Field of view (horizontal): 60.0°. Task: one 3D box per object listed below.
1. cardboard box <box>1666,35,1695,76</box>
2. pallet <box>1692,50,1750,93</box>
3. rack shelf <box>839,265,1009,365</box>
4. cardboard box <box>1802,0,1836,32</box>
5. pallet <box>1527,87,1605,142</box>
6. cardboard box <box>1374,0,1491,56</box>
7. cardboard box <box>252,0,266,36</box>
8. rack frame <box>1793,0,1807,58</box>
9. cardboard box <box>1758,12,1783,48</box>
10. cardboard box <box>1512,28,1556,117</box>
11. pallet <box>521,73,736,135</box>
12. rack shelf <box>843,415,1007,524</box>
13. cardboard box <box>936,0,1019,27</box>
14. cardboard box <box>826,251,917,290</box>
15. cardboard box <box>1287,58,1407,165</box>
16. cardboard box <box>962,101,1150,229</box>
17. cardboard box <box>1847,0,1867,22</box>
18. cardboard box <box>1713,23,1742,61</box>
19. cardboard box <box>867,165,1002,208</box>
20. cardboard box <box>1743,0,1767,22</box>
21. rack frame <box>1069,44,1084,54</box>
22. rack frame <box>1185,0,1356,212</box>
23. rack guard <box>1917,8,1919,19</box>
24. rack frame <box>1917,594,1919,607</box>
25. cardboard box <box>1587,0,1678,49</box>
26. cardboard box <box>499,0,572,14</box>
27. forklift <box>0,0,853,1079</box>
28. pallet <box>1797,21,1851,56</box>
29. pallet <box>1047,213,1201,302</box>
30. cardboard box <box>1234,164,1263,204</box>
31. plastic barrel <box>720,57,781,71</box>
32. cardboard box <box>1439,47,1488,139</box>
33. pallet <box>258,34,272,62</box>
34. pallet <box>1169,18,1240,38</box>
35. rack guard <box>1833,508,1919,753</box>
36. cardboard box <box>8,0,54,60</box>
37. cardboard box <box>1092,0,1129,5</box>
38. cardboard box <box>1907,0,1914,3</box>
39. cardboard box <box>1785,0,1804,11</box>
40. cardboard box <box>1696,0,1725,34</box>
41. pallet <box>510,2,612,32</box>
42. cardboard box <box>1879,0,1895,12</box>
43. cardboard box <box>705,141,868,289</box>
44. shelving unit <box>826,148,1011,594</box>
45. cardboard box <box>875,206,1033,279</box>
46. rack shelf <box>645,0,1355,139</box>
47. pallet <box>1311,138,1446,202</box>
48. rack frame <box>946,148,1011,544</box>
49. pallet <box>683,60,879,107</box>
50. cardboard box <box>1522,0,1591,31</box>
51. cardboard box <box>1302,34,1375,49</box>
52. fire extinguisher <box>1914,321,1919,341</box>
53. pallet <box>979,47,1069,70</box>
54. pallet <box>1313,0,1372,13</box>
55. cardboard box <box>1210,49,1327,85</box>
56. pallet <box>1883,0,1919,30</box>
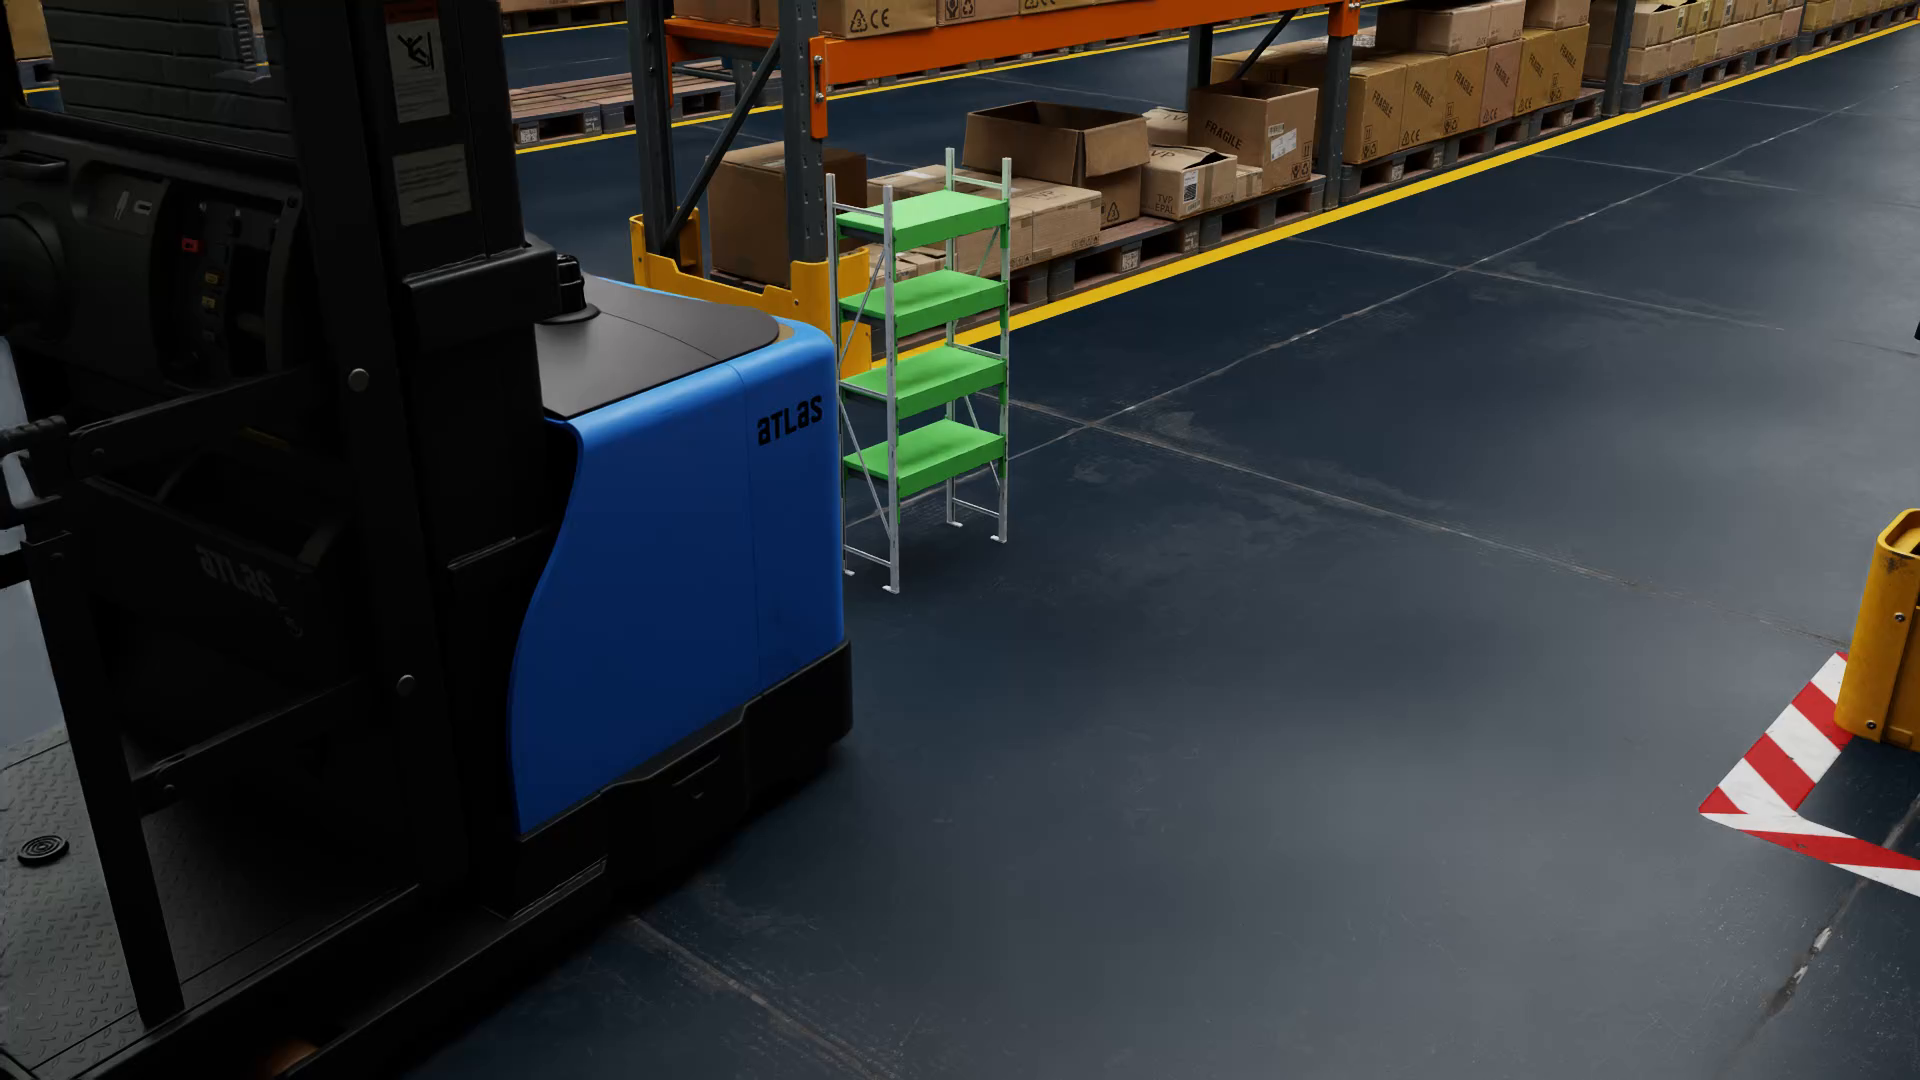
[{"bbox_3d":[5.307,-3.758,12.813,0.500,0.250,0.500,19,30,36],"label":"cardboard box"},{"bbox_3d":[5.797,-3.926,13.748,1.003,0.211,1.213,20,31,38],"label":"pallet"},{"bbox_3d":[-0.110,-0.658,4.820,0.258,0.148,0.480,20,31,38],"label":"rack shelf"},{"bbox_3d":[7.609,-4.802,15.142,0.500,0.250,0.500,20,31,38],"label":"cardboard box"},{"bbox_3d":[3.877,-3.099,11.903,1.003,0.211,1.213,20,31,38],"label":"pallet"},{"bbox_3d":[2.906,-3.157,10.226,0.500,0.250,0.500,20,31,38],"label":"cardboard box"},{"bbox_3d":[-6.741,-4.844,14.472,0.875,0.875,0.875,20,31,38],"label":"cardboard box"},{"bbox_3d":[7.073,-5.807,14.535,1.000,3.000,0.127,20,31,38],"label":"rack frame"},{"bbox_3d":[6.674,-4.385,14.210,0.500,0.250,0.500,20,31,37],"label":"cardboard box"},{"bbox_3d":[3.609,-3.142,11.108,0.500,0.500,0.500,19,30,36],"label":"cardboard box"},{"bbox_3d":[-2.414,-3.216,12.165,1.003,0.211,1.213,20,31,38],"label":"pallet"},{"bbox_3d":[-0.110,-0.220,5.016,0.258,0.148,0.480,20,31,38],"label":"rack shelf"},{"bbox_3d":[-0.102,-2.418,6.855,0.500,0.500,0.500,20,31,37],"label":"cardboard box"},{"bbox_3d":[-0.400,-1.084,6.949,0.380,0.149,0.250,20,31,38],"label":"cardboard box"},{"bbox_3d":[2.239,-2.510,9.700,0.500,0.500,0.500,18,30,35],"label":"cardboard box"},{"bbox_3d":[0.484,-1.857,8.240,0.797,0.503,0.637,20,31,38],"label":"cardboard box"},{"bbox_3d":[8.284,-5.104,15.815,0.500,0.250,0.500,20,31,38],"label":"cardboard box"},{"bbox_3d":[5.992,-4.074,13.518,0.500,0.250,0.500,21,32,39],"label":"cardboard box"},{"bbox_3d":[-0.100,-1.611,8.000,0.500,0.250,0.500,20,31,38],"label":"cardboard box"},{"bbox_3d":[6.339,-4.486,13.752,0.500,0.311,0.500,20,31,37],"label":"cardboard box"},{"bbox_3d":[0.718,-5.942,14.836,1.000,3.000,0.127,20,31,38],"label":"rack frame"},{"bbox_3d":[1.734,-3.370,9.099,1.000,3.000,0.127,20,31,38],"label":"rack frame"},{"bbox_3d":[9.759,-5.892,17.781,1.175,0.500,0.348,20,31,38],"label":"rack guard"},{"bbox_3d":[2.756,-0.799,3.366,1.000,3.000,0.127,20,31,38],"label":"rack frame"},{"bbox_3d":[4.972,-3.860,12.356,0.500,0.311,0.500,21,32,39],"label":"cardboard box"},{"bbox_3d":[-4.632,-5.771,16.538,1.225,0.875,0.875,19,30,36],"label":"cardboard box"},{"bbox_3d":[-1.528,-0.453,2.678,1.130,2.935,3.031,16,29,32],"label":"forklift"},{"bbox_3d":[7.635,-4.765,15.620,1.003,0.211,1.213,20,31,38],"label":"pallet"},{"bbox_3d":[0.461,-1.515,8.370,1.003,0.211,1.213,20,31,38],"label":"pallet"},{"bbox_3d":[1.360,-1.888,8.741,0.380,0.149,0.250,20,31,38],"label":"cardboard box"},{"bbox_3d":[-1.576,-4.118,12.820,0.600,0.901,0.708,20,31,38],"label":"plastic barrel"},{"bbox_3d":[2.925,-2.826,10.405,0.500,0.500,0.500,21,31,38],"label":"cardboard box"},{"bbox_3d":[-6.206,-4.593,15.236,1.003,0.211,1.213,20,31,38],"label":"pallet"},{"bbox_3d":[2.078,-5.265,16.734,1.003,0.211,1.213,20,31,38],"label":"pallet"},{"bbox_3d":[2.740,0.349,3.861,1.175,0.500,0.348,20,31,38],"label":"rack guard"},{"bbox_3d":[-7.942,-4.296,13.248,0.875,0.875,0.875,20,31,38],"label":"cardboard box"},{"bbox_3d":[0.569,-2.722,7.533,0.500,0.500,0.500,21,31,38],"label":"cardboard box"},{"bbox_3d":[9.605,-5.718,17.185,0.500,0.250,0.500,20,31,38],"label":"cardboard box"},{"bbox_3d":[7.017,-4.798,14.447,0.500,0.311,0.500,20,31,38],"label":"cardboard box"},{"bbox_3d":[5.659,-4.178,13.063,0.500,0.311,0.500,19,30,36],"label":"cardboard box"},{"bbox_3d":[-4.367,-5.432,17.108,1.003,0.211,1.213,20,31,38],"label":"pallet"},{"bbox_3d":[8.948,-5.410,16.497,0.500,0.250,0.500,20,31,38],"label":"cardboard box"},{"bbox_3d":[-0.756,-1.444,7.322,0.500,0.500,0.500,20,31,38],"label":"cardboard box"},{"bbox_3d":[-0.110,-0.497,4.892,0.258,1.200,0.503,20,31,38],"label":"shelving unit"},{"bbox_3d":[-0.028,-1.337,7.390,0.500,0.250,0.500,20,31,38],"label":"cardboard box"},{"bbox_3d":[0.399,-2.432,7.887,1.077,0.370,4.000,20,31,38],"label":"rack shelf"},{"bbox_3d":[2.249,-2.355,10.245,1.003,0.211,1.213,20,31,38],"label":"pallet"},{"bbox_3d":[0.052,-0.571,5.058,0.240,1.200,0.015,20,31,38],"label":"rack frame"},{"bbox_3d":[-1.406,-3.674,13.187,1.003,0.211,1.213,20,31,38],"label":"pallet"},{"bbox_3d":[3.920,-3.623,11.265,0.500,0.250,0.500,22,32,39],"label":"cardboard box"},{"bbox_3d":[2.521,-2.959,10.701,0.500,0.500,0.500,21,31,38],"label":"cardboard box"},{"bbox_3d":[2.312,-0.674,3.637,0.296,0.674,0.183,20,31,38],"label":"fire extinguisher"},{"bbox_3d":[0.222,-4.418,14.845,1.003,0.211,1.213,20,31,38],"label":"pallet"},{"bbox_3d":[3.867,-6.081,18.555,1.003,0.211,1.213,20,31,38],"label":"pallet"},{"bbox_3d":[1.850,-2.658,10.030,0.500,0.500,0.500,20,31,37],"label":"cardboard box"},{"bbox_3d":[9.264,-5.509,17.278,1.003,0.211,1.213,20,31,38],"label":"pallet"}]
